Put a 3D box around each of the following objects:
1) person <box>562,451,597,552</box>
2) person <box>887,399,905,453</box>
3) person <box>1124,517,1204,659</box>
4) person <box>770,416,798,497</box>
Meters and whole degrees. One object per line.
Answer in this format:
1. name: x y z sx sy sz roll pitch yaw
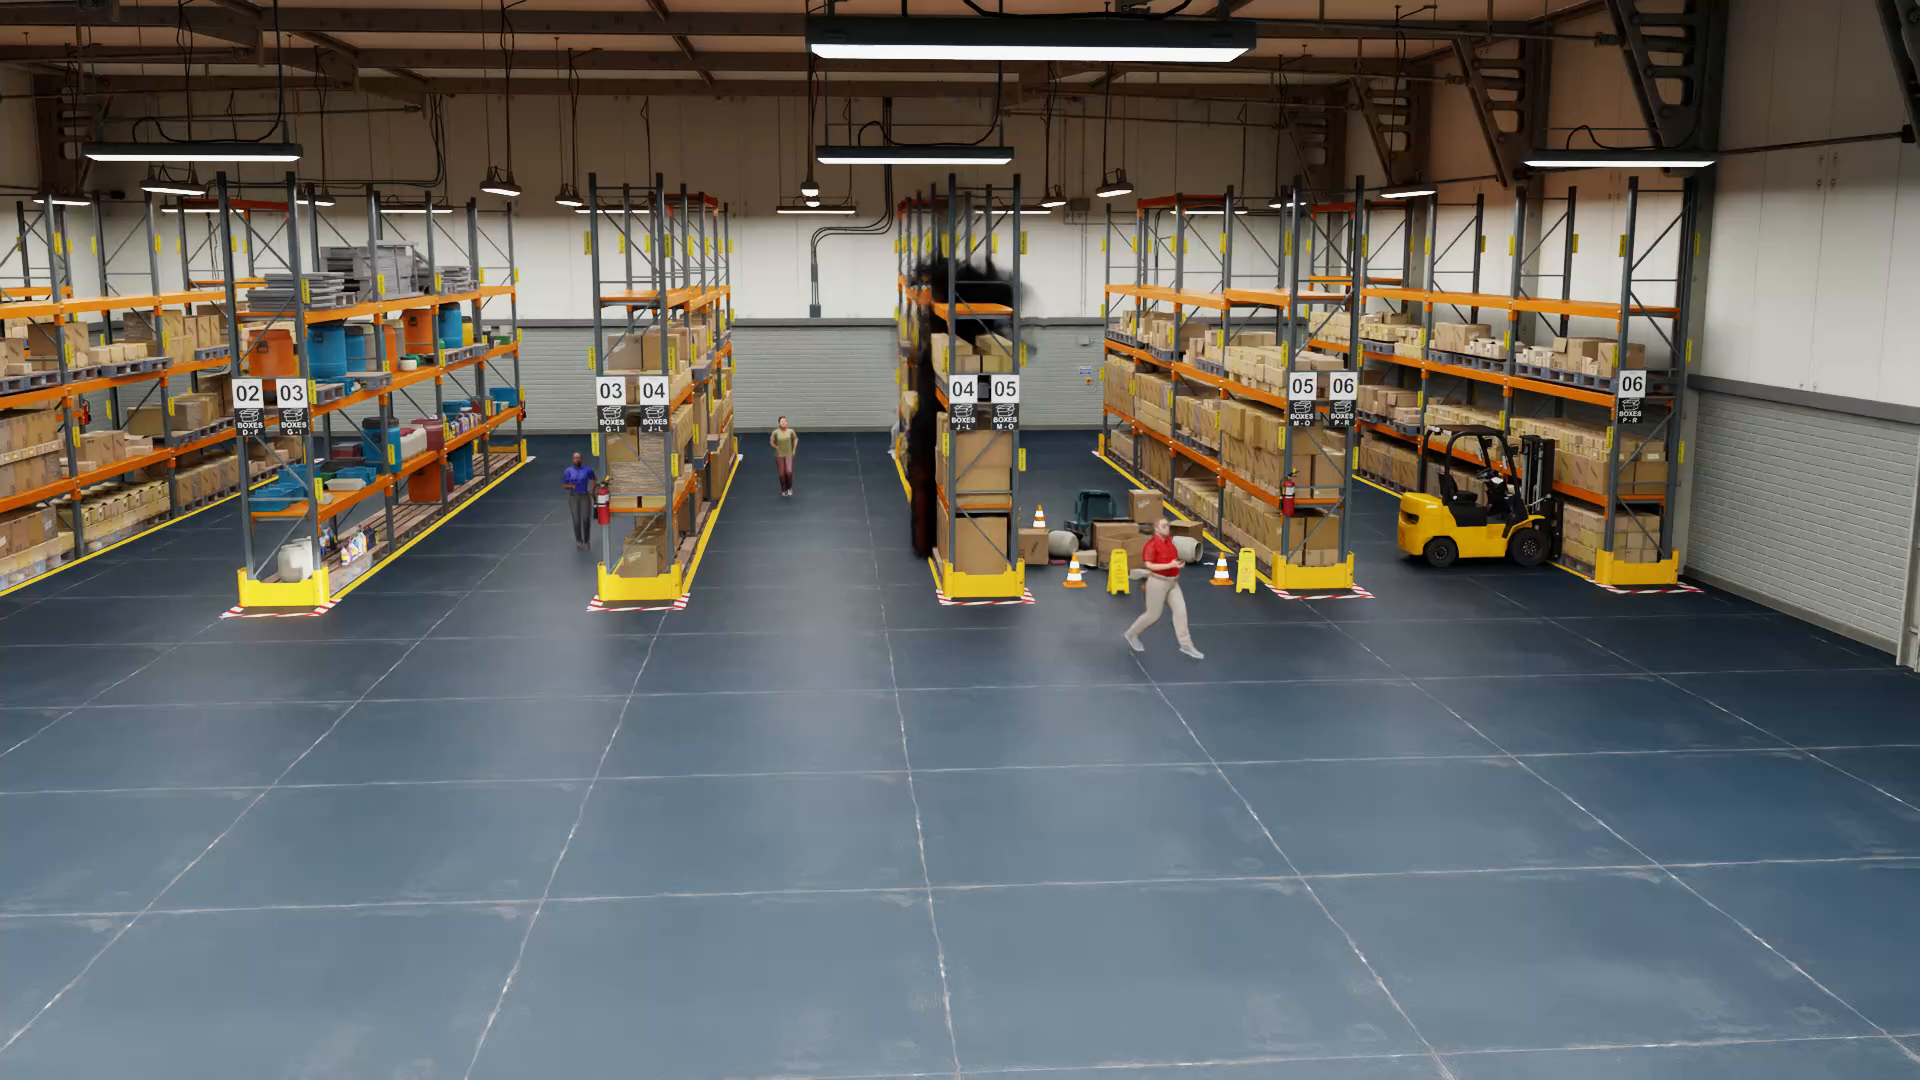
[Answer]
1. person: -6.290 -0.623 27.540 0.558 1.685 0.667 -2 10 -11
2. person: -1.388 -2.954 40.699 0.758 1.688 0.648 -5 11 -26
3. person: 2.538 0.570 20.433 1.007 1.708 0.669 9 14 43
4. person: -3.539 -1.675 33.406 0.562 1.635 0.616 -1 10 -4
